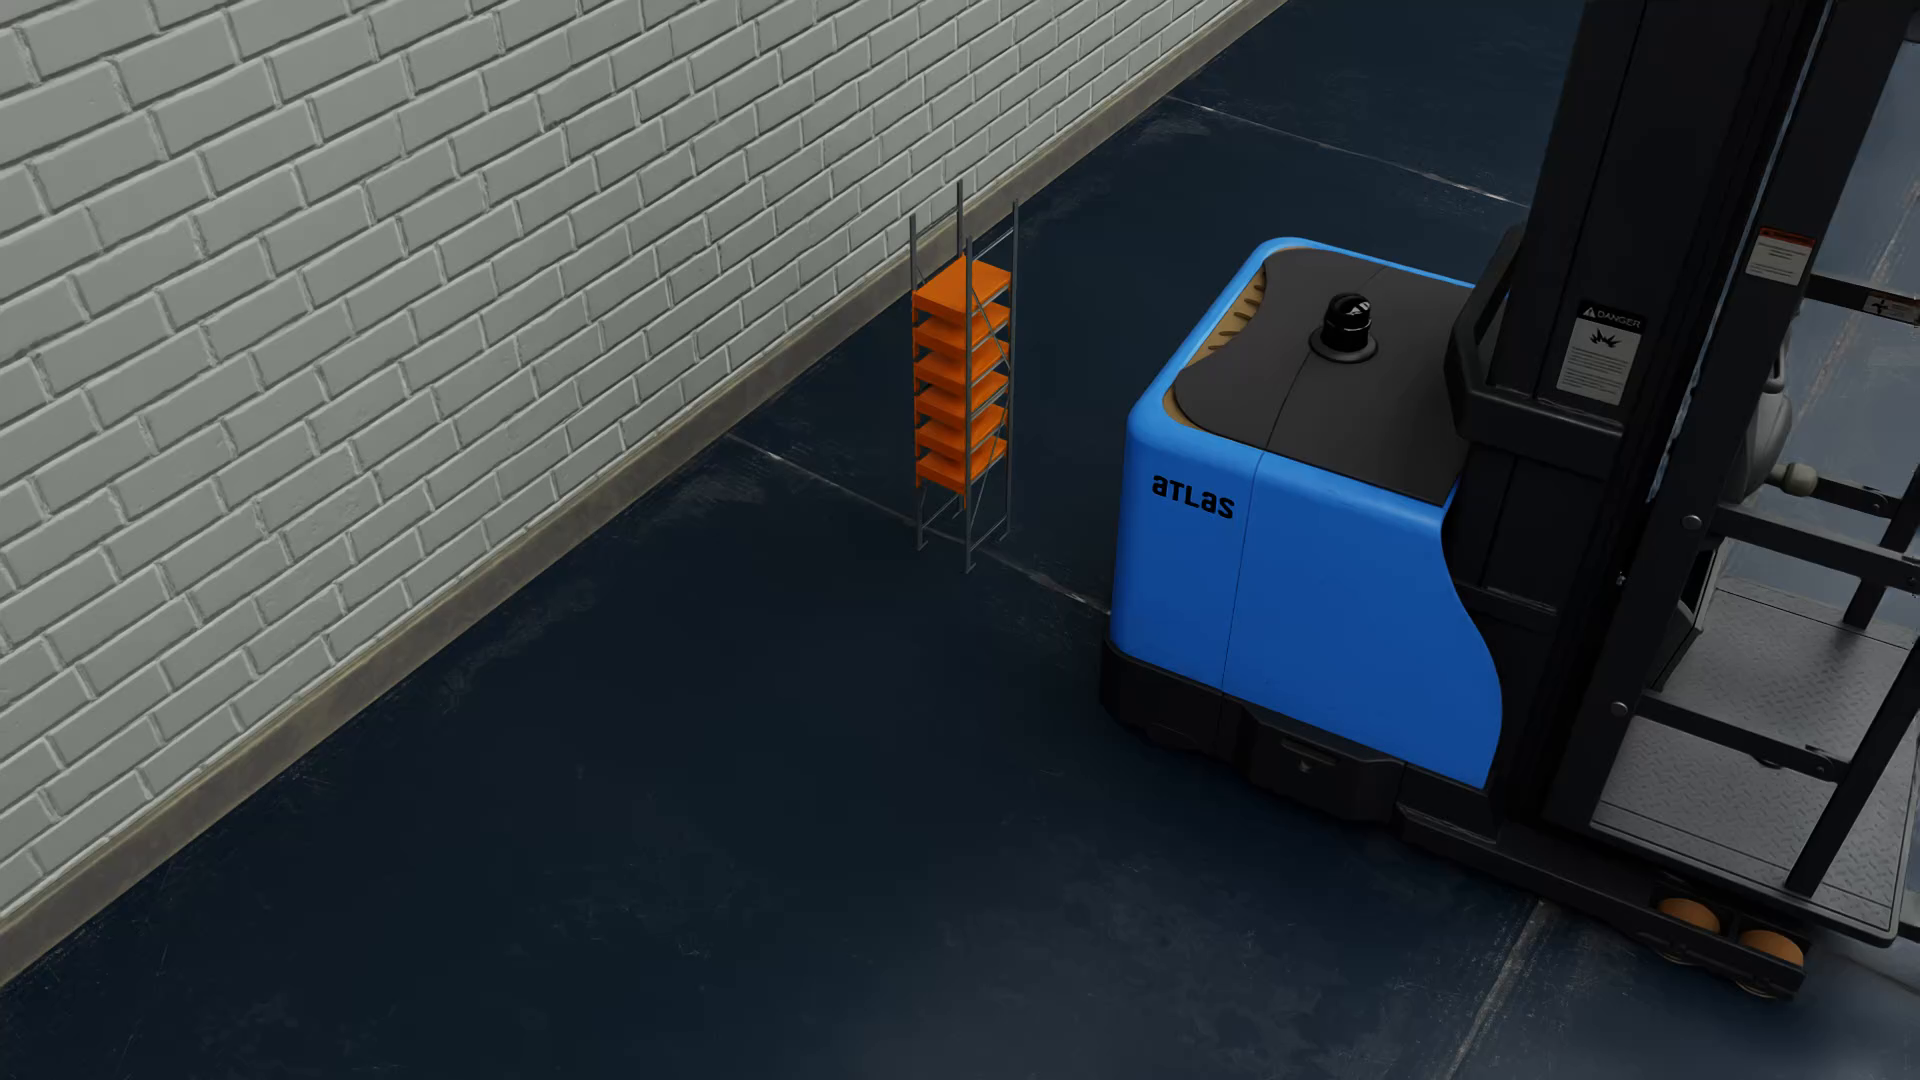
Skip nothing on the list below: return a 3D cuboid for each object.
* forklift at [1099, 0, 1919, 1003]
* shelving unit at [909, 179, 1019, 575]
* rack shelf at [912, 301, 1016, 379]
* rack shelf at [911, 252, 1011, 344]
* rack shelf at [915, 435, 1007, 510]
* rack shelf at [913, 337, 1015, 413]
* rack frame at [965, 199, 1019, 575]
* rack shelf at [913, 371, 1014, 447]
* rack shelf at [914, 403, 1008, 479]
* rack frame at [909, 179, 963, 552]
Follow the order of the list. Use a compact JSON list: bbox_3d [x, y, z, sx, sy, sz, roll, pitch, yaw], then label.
[{"bbox_3d":[1.931,-0.398,3.496,3.031,2.935,1.130,20,46,21],"label":"forklift"},{"bbox_3d":[0.012,-0.442,4.844,0.189,1.200,0.258,25,48,25],"label":"shelving unit"},{"bbox_3d":[0.012,-0.587,4.713,0.180,0.103,0.258,25,48,25],"label":"rack shelf"},{"bbox_3d":[0.012,-0.677,4.633,0.180,0.103,0.258,25,48,25],"label":"rack shelf"},{"bbox_3d":[0.012,-0.230,5.033,0.180,0.103,0.258,25,48,25],"label":"rack shelf"},{"bbox_3d":[0.012,-0.498,4.793,0.180,0.103,0.258,25,48,25],"label":"rack shelf"},{"bbox_3d":[0.087,-0.407,4.805,0.006,1.200,0.240,25,48,25],"label":"rack frame"},{"bbox_3d":[0.012,-0.408,4.873,0.180,0.103,0.258,25,48,25],"label":"rack shelf"},{"bbox_3d":[0.012,-0.319,4.953,0.180,0.103,0.258,25,48,25],"label":"rack shelf"},{"bbox_3d":[-0.063,-0.477,4.883,0.006,1.200,0.240,25,48,25],"label":"rack frame"}]
